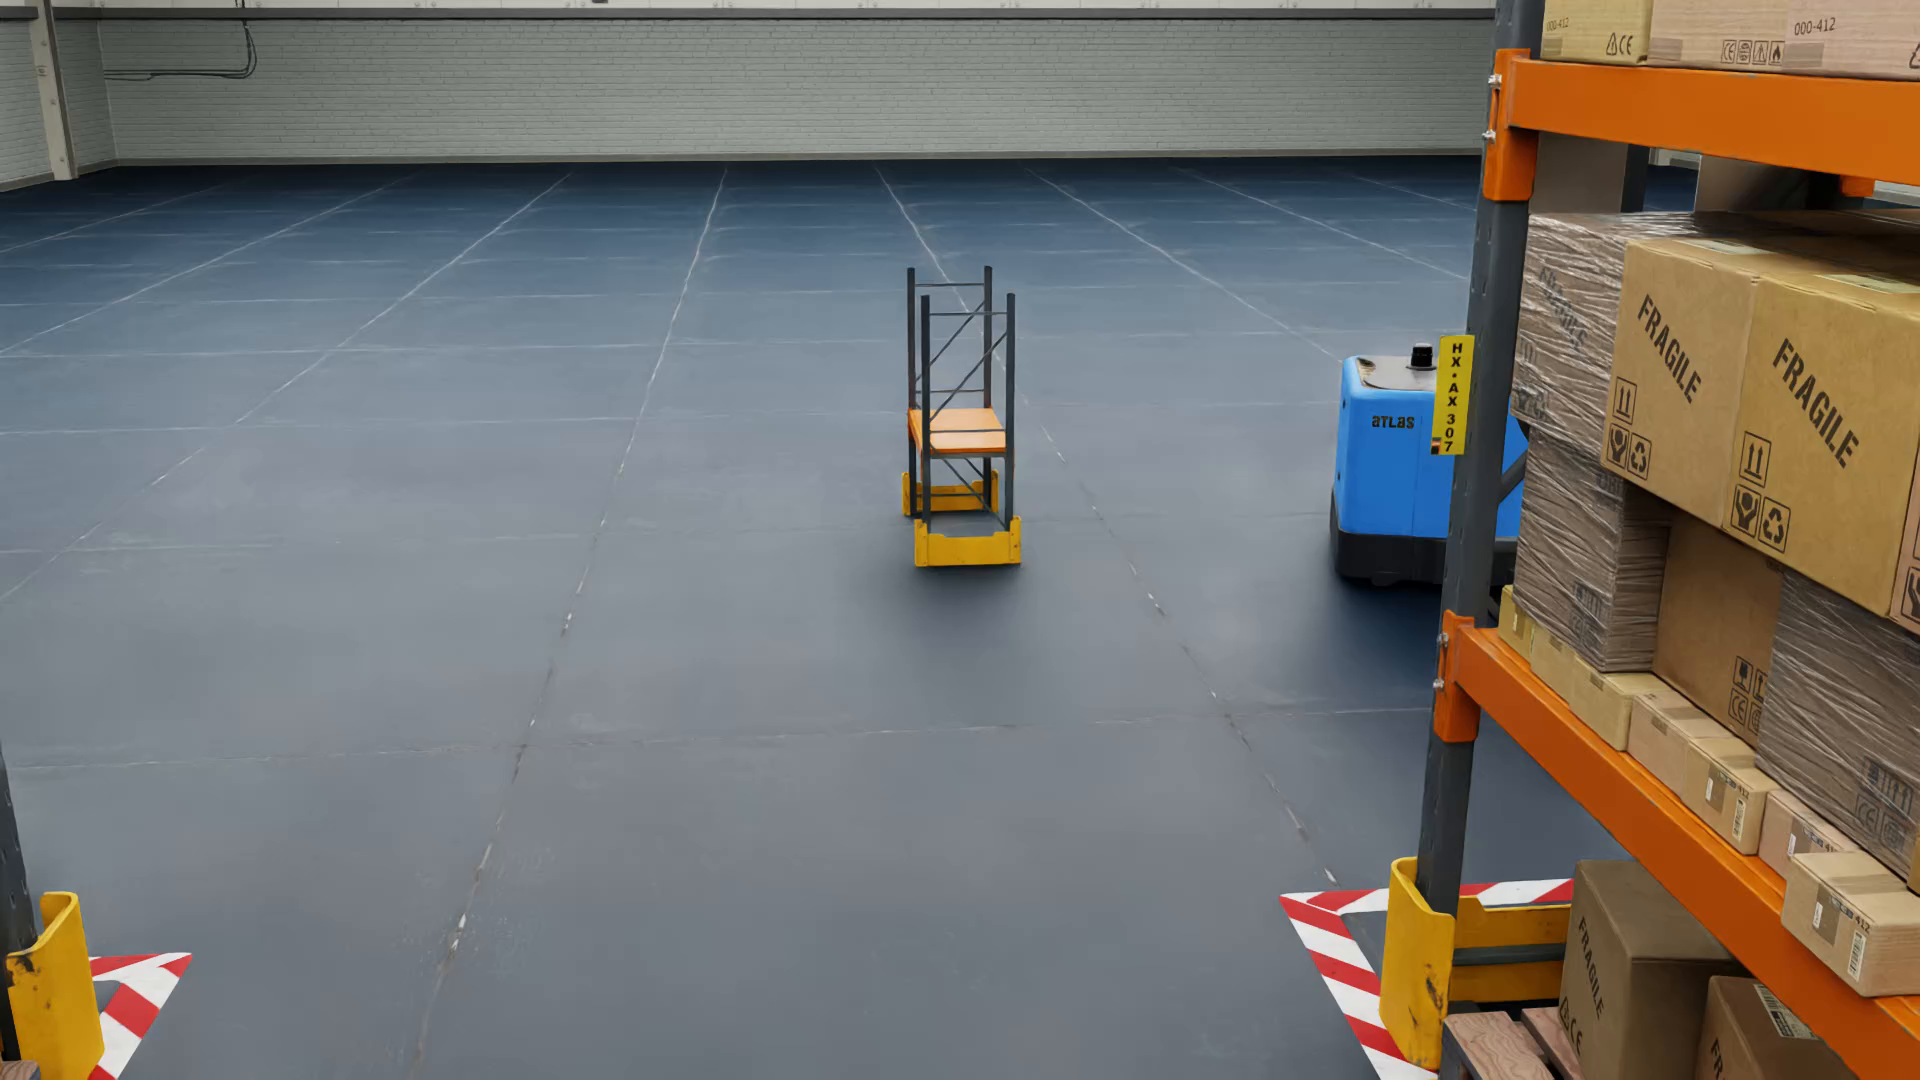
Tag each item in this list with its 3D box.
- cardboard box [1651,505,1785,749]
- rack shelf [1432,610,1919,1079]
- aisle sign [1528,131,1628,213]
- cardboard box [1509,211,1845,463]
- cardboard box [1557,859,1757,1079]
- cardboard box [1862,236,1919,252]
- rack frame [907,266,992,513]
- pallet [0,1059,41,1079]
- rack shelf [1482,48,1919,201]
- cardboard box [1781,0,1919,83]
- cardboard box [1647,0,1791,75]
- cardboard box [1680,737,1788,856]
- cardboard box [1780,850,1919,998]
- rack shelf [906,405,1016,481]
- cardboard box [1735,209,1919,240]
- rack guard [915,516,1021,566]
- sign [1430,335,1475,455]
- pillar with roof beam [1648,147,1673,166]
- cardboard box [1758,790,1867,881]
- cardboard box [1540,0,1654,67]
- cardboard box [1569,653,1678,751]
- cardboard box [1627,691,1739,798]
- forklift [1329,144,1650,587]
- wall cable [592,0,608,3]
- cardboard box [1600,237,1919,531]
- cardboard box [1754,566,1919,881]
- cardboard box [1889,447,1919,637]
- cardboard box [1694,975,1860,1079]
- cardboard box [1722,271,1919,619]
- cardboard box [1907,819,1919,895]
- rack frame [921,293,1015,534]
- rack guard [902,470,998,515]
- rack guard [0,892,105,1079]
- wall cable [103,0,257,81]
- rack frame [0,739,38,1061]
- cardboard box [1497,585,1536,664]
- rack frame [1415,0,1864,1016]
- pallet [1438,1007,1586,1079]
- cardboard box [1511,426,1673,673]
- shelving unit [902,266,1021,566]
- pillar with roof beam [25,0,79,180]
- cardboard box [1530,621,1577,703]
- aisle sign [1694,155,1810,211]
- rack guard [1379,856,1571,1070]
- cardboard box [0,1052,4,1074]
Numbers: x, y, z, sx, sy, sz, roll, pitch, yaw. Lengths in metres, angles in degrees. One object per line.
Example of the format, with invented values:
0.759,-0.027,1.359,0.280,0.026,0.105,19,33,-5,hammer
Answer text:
2.063,0.129,3.593,0.875,0.500,0.500,-2,18,-6,cardboard box
2.069,0.948,2.850,1.077,0.370,4.000,-2,18,-6,rack shelf
1.558,-1.240,4.280,0.394,0.787,0.004,-2,18,-6,aisle sign
1.648,-0.485,3.882,0.500,0.500,0.500,-2,18,-6,cardboard box
1.910,1.188,4.358,0.500,0.500,0.500,1,17,5,cardboard box
2.222,-0.353,3.459,0.500,0.500,0.500,-2,18,-6,cardboard box
-0.061,-0.892,10.016,0.500,1.500,0.032,-2,18,-6,rack frame
-2.921,1.698,3.915,1.003,0.211,1.213,-2,18,-6,pallet
2.069,-0.483,2.401,1.077,0.370,4.000,-2,18,-6,rack shelf
1.761,-0.898,2.772,0.500,0.250,0.500,-2,18,-6,cardboard box
1.714,-1.045,3.242,0.500,0.250,0.500,-2,18,-7,cardboard box
1.737,0.520,3.433,0.380,0.149,0.250,-2,18,-6,cardboard box
1.713,0.671,2.951,0.380,0.149,0.250,-2,18,-6,cardboard box
-0.009,-0.569,9.587,0.538,0.185,1.000,-2,18,-6,rack shelf
2.165,-0.501,3.933,0.500,0.500,0.500,-2,18,-6,cardboard box
0.044,0.006,9.239,0.587,0.250,0.087,-2,18,-6,rack guard
1.323,-0.387,4.457,0.100,0.325,0.005,-2,18,-6,sign
10.200,-11.935,32.671,9.100,9.000,0.400,-2,18,-6,pillar with roof beam
1.790,0.593,3.198,0.380,0.149,0.250,-2,18,-6,cardboard box
1.655,-1.199,3.731,0.500,0.250,0.500,-1,17,-4,cardboard box
1.672,0.371,3.906,0.380,0.149,0.250,-2,18,-6,cardboard box
1.719,0.445,3.671,0.380,0.149,0.250,-2,18,-6,cardboard box
3.577,-1.213,8.647,3.031,2.935,1.130,3,18,9,forklift
-6.395,-13.925,33.331,2.305,6.003,0.169,-2,18,-6,wall cable
1.693,-0.336,3.407,0.500,0.500,0.500,-2,18,-6,cardboard box
2.071,0.280,3.115,0.875,0.500,0.500,-2,18,-6,cardboard box
1.803,-0.038,2.459,0.500,0.500,0.500,-2,18,-6,cardboard box
2.006,1.365,3.794,0.500,0.500,0.500,3,18,9,cardboard box
1.746,-0.187,2.933,0.500,0.500,0.500,-2,18,-6,cardboard box
2.111,0.429,2.639,0.875,0.500,0.500,-2,18,-6,cardboard box
0.044,-0.590,9.051,0.500,1.500,0.032,-2,18,-6,rack frame
-0.059,-0.290,10.185,0.587,0.250,0.087,-2,18,-6,rack guard
-3.084,1.318,4.645,1.175,0.500,0.348,-2,18,-6,rack guard
-15.839,-10.532,33.386,3.097,2.526,0.112,-2,18,-6,wall cable
-3.082,0.132,4.248,1.000,3.000,0.127,-2,18,-6,rack frame
1.655,0.221,4.384,0.380,0.149,0.250,-2,18,-6,cardboard box
1.862,0.009,4.640,1.000,3.000,0.127,-2,18,-6,rack frame
1.919,1.605,4.211,1.003,0.211,1.213,-2,18,-6,pallet
1.892,-0.016,4.056,0.875,0.500,0.500,-2,18,-6,cardboard box
-0.008,-0.738,9.525,0.587,1.500,1.083,-2,18,-6,shelving unit
-12.568,-11.228,30.419,9.100,9.000,0.400,-2,18,-6,pillar with roof beam
1.661,0.296,4.145,0.380,0.149,0.250,-2,18,-6,cardboard box
2.154,-1.259,4.339,0.394,0.787,0.004,-2,18,-6,aisle sign
1.870,1.224,4.943,1.175,0.500,0.348,-2,18,-6,rack guard
-2.946,1.146,3.866,0.875,0.875,0.875,-2,18,-5,cardboard box
